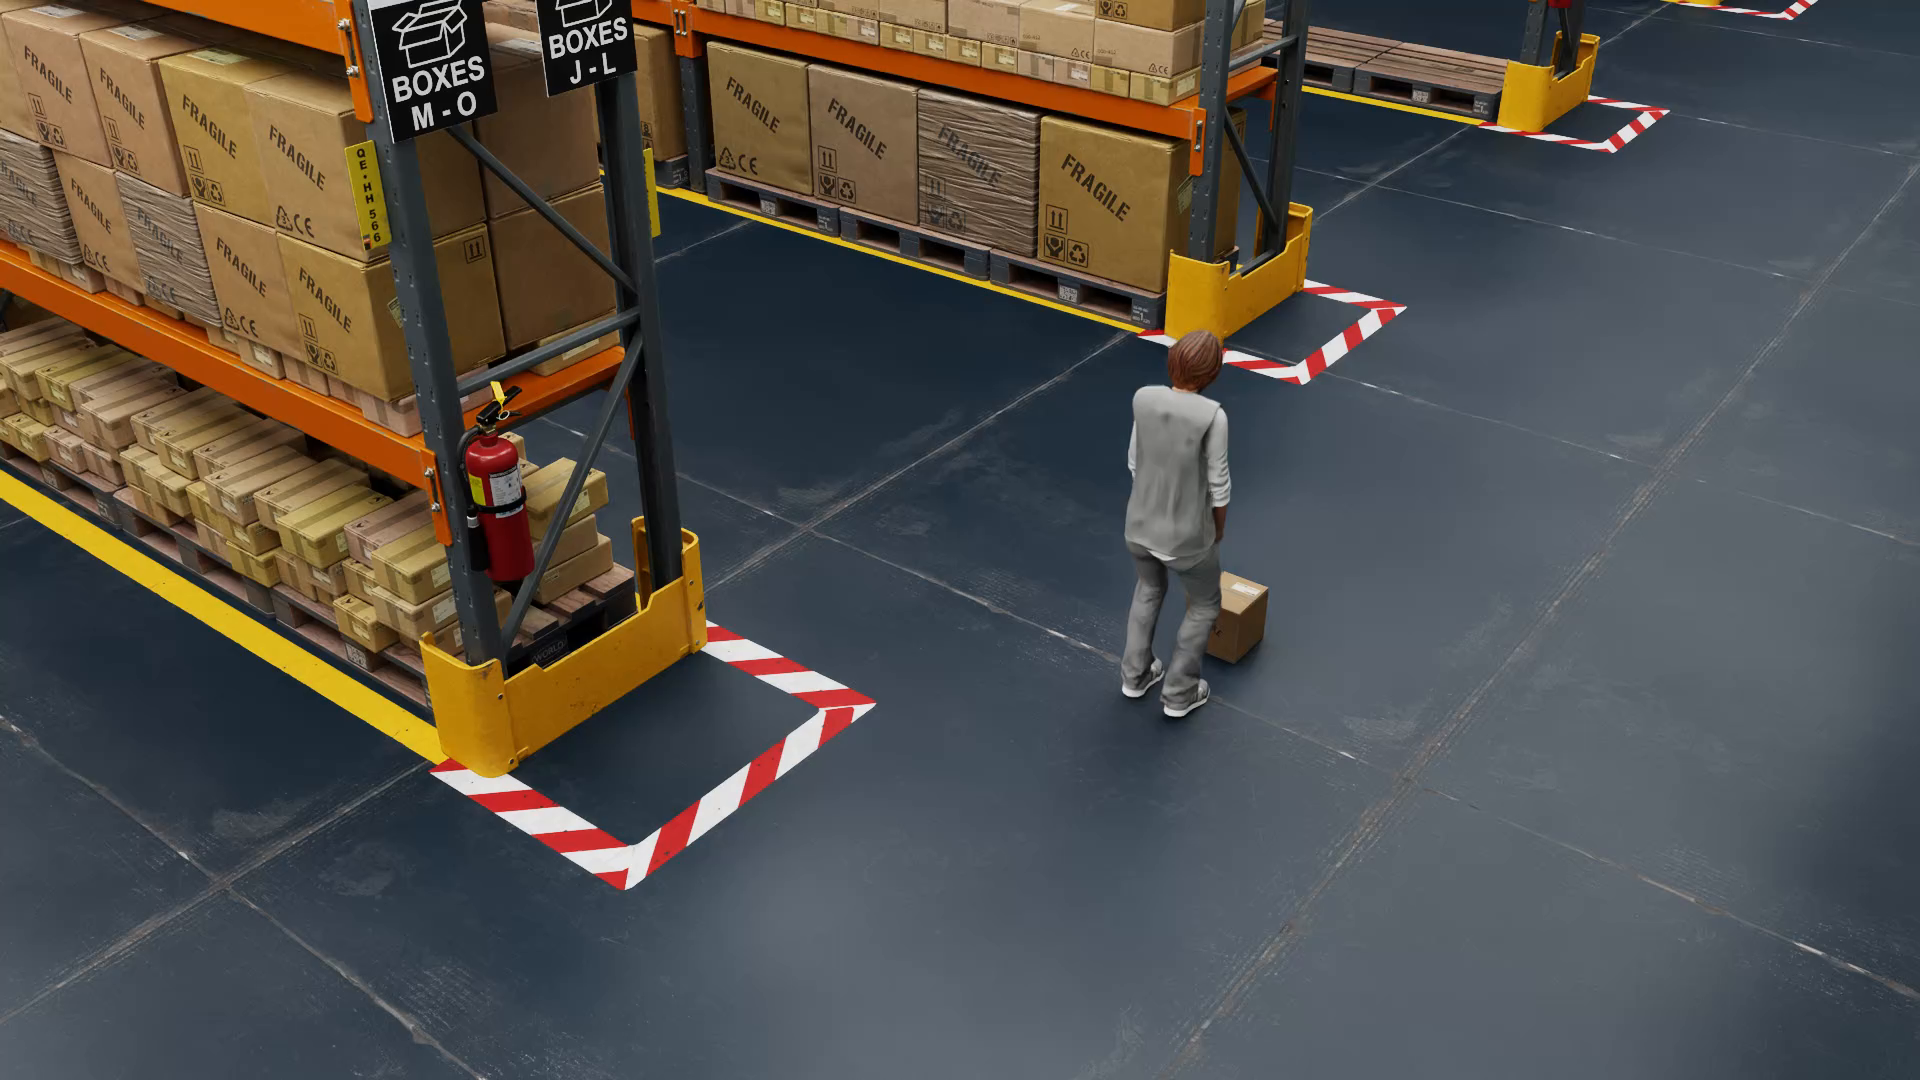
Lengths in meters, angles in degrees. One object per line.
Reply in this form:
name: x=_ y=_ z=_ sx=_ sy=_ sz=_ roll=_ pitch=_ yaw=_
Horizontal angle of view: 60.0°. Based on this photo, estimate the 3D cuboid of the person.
person: x=0.799 y=-0.047 z=6.286 sx=0.433 sy=1.538 sz=0.418 roll=23 pitch=38 yaw=32
